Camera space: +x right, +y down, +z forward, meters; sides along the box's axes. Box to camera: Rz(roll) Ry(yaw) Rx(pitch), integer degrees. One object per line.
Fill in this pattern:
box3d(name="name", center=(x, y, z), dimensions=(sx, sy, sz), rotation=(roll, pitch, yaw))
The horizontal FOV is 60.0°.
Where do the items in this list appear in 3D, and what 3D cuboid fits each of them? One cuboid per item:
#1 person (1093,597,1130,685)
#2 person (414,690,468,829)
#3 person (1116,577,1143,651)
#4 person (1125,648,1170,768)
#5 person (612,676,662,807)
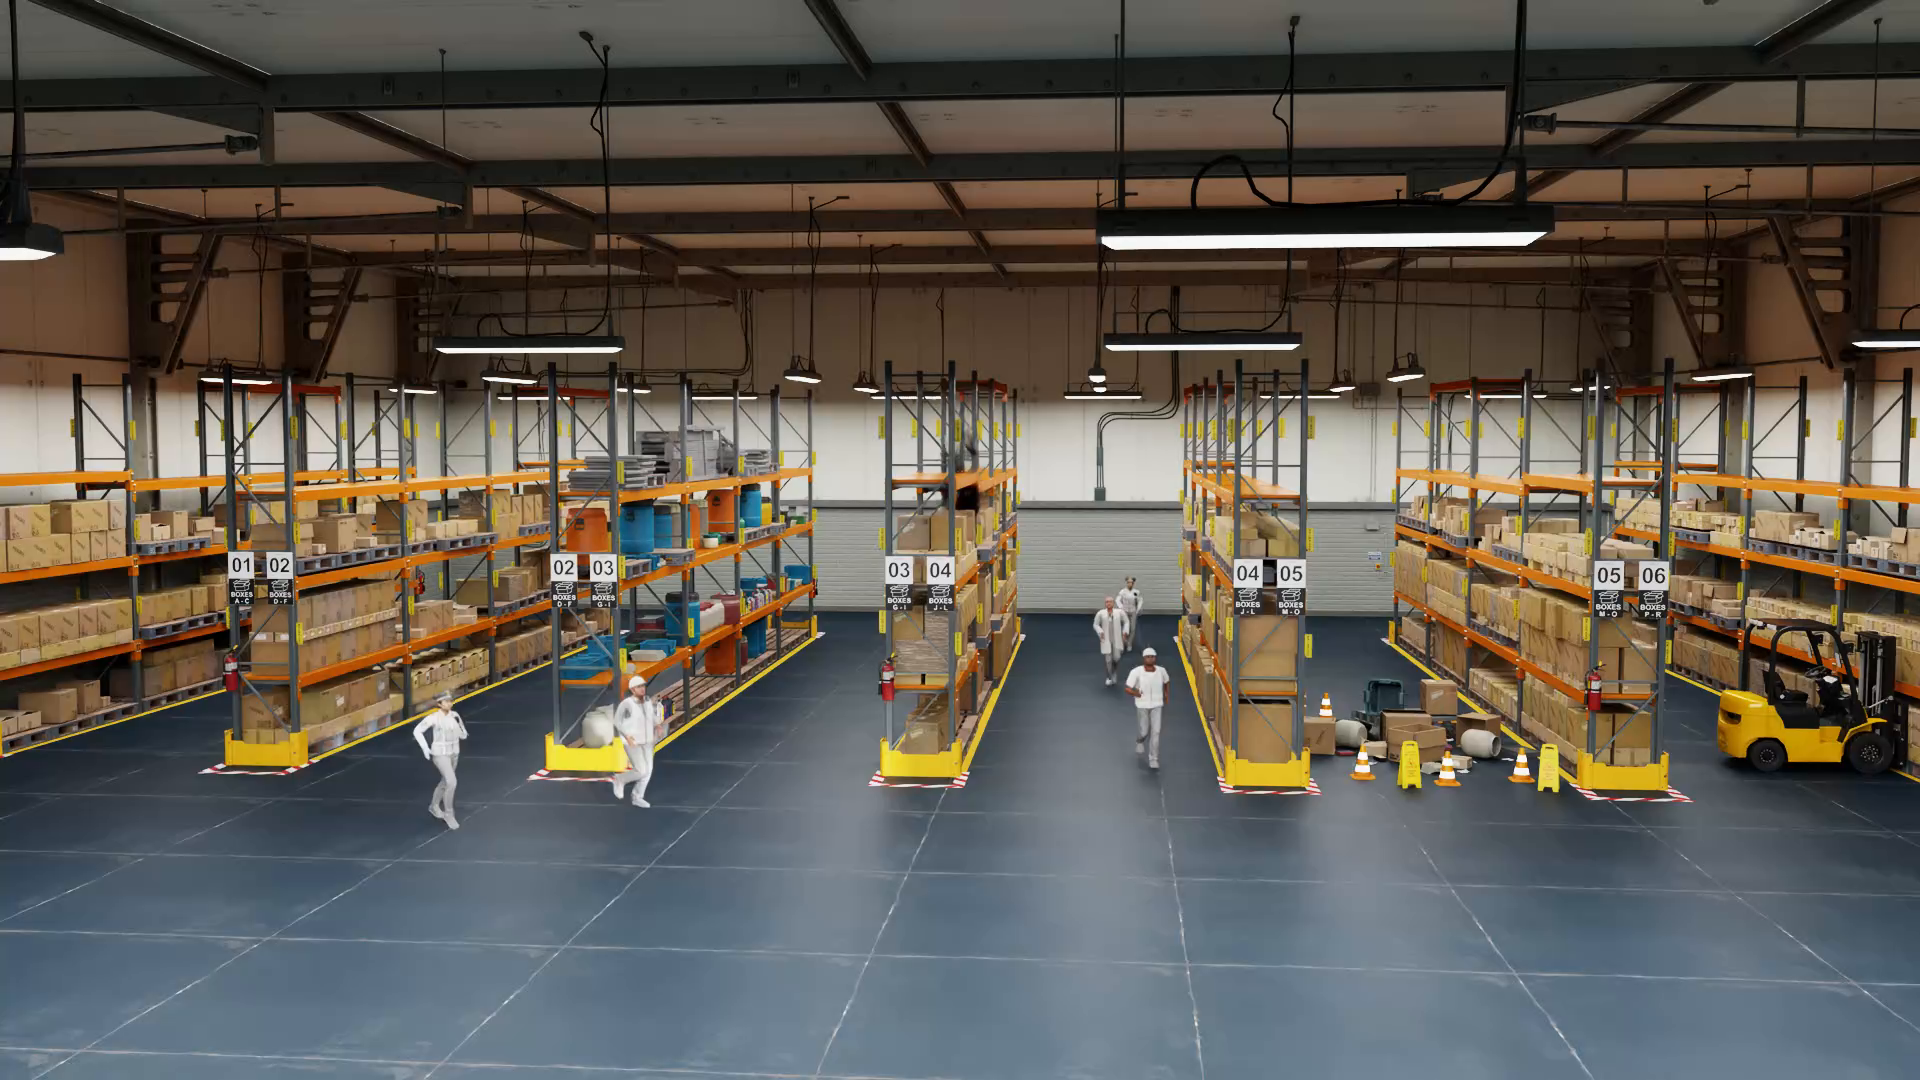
box3d(name="person", center=(2.973, 1.985, 32.678), dimensions=(0.722, 1.737, 0.608), rotation=(0, 4, 5))
box3d(name="person", center=(-6.537, 2.770, 21.114), dimensions=(0.747, 1.750, 0.584), rotation=(2, 4, 30))
box3d(name="person", center=(3.890, 1.674, 38.148), dimensions=(0.636, 1.696, 0.659), rotation=(0, 4, 6))
box3d(name="person", center=(2.822, 2.481, 24.795), dimensions=(0.703, 1.740, 0.934), rotation=(0, 4, -3))
box3d(name="person", center=(-4.292, 2.682, 22.203), dimensions=(0.621, 1.746, 0.656), rotation=(3, 5, 39))
